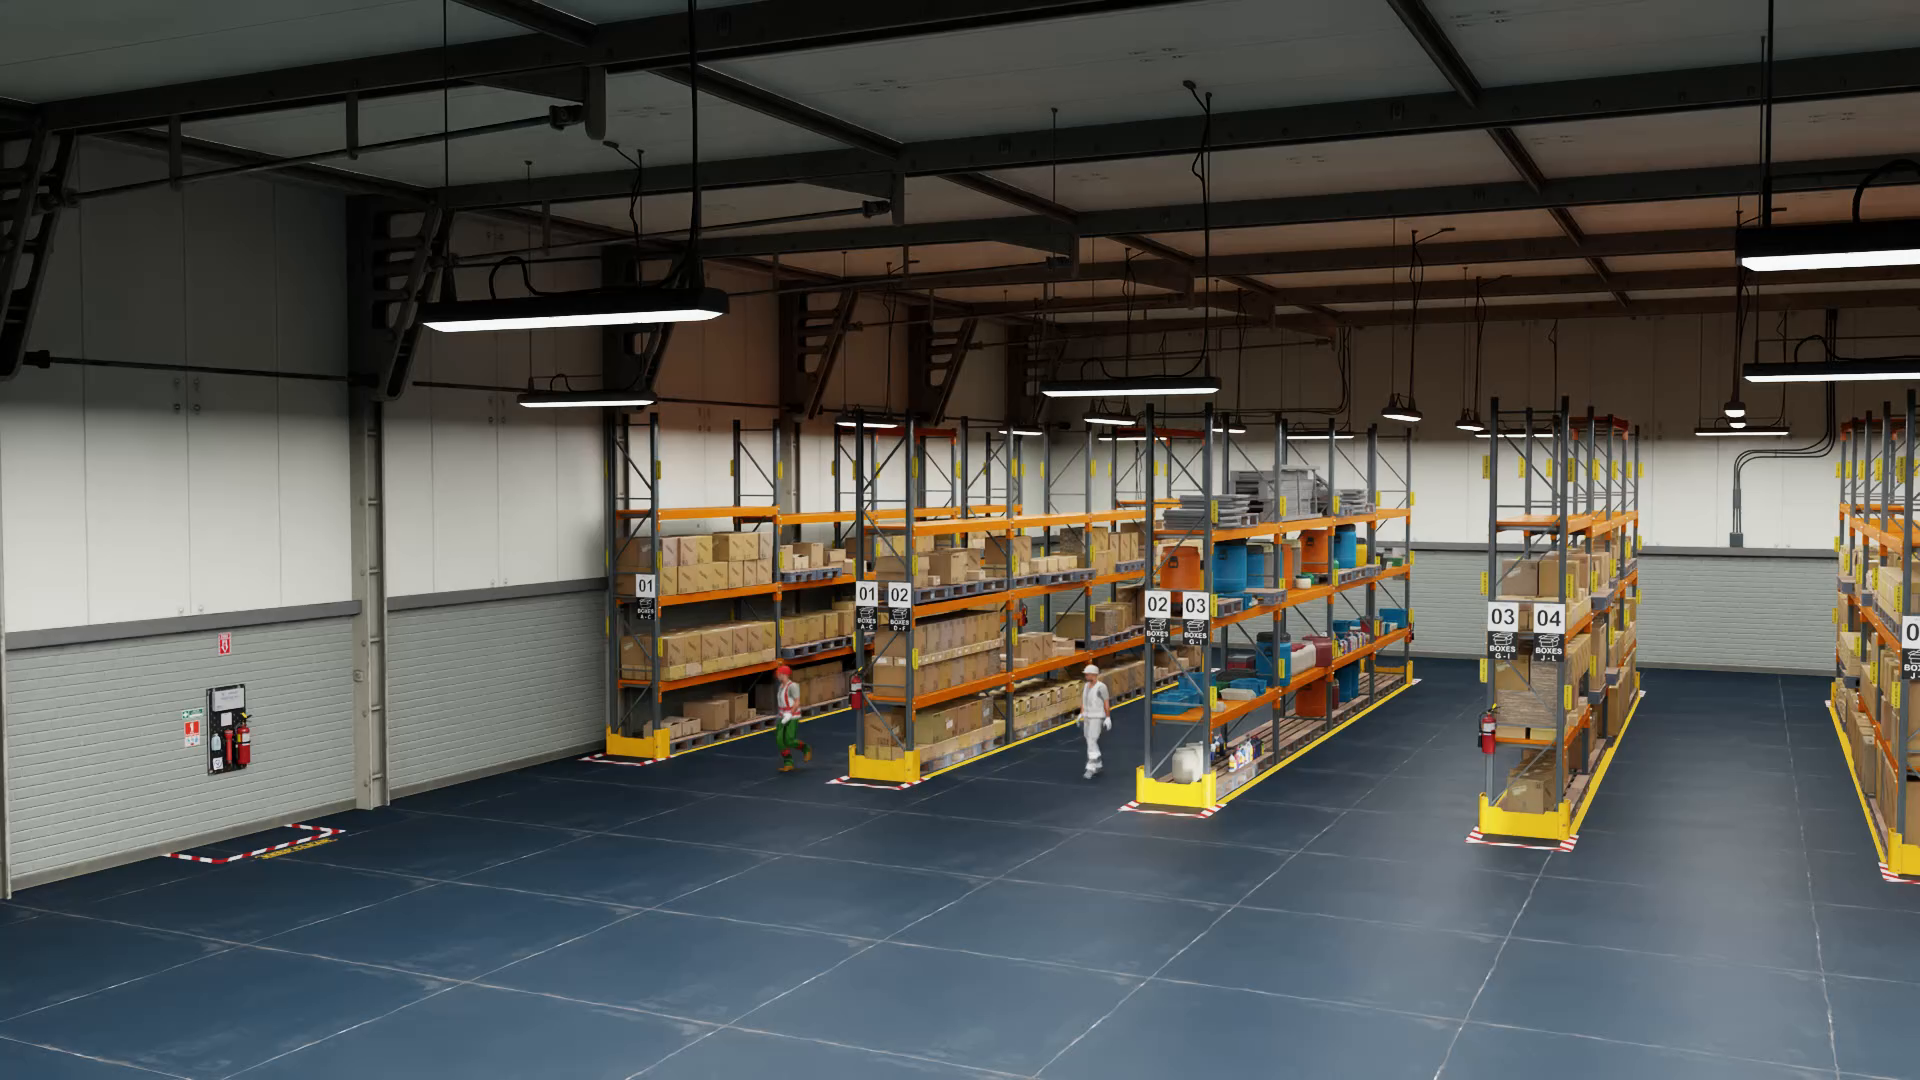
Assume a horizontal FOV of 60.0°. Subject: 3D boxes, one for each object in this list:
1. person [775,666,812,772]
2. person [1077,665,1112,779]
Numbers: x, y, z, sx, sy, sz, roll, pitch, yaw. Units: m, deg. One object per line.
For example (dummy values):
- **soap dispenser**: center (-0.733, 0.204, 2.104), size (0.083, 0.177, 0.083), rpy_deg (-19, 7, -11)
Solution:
- **person**: center (-2.803, 2.963, 27.777), size (0.657, 1.741, 0.587), rpy_deg (-2, 3, -41)
- **person**: center (2.116, 2.957, 27.302), size (0.648, 1.785, 0.630), rpy_deg (-2, 3, -33)
